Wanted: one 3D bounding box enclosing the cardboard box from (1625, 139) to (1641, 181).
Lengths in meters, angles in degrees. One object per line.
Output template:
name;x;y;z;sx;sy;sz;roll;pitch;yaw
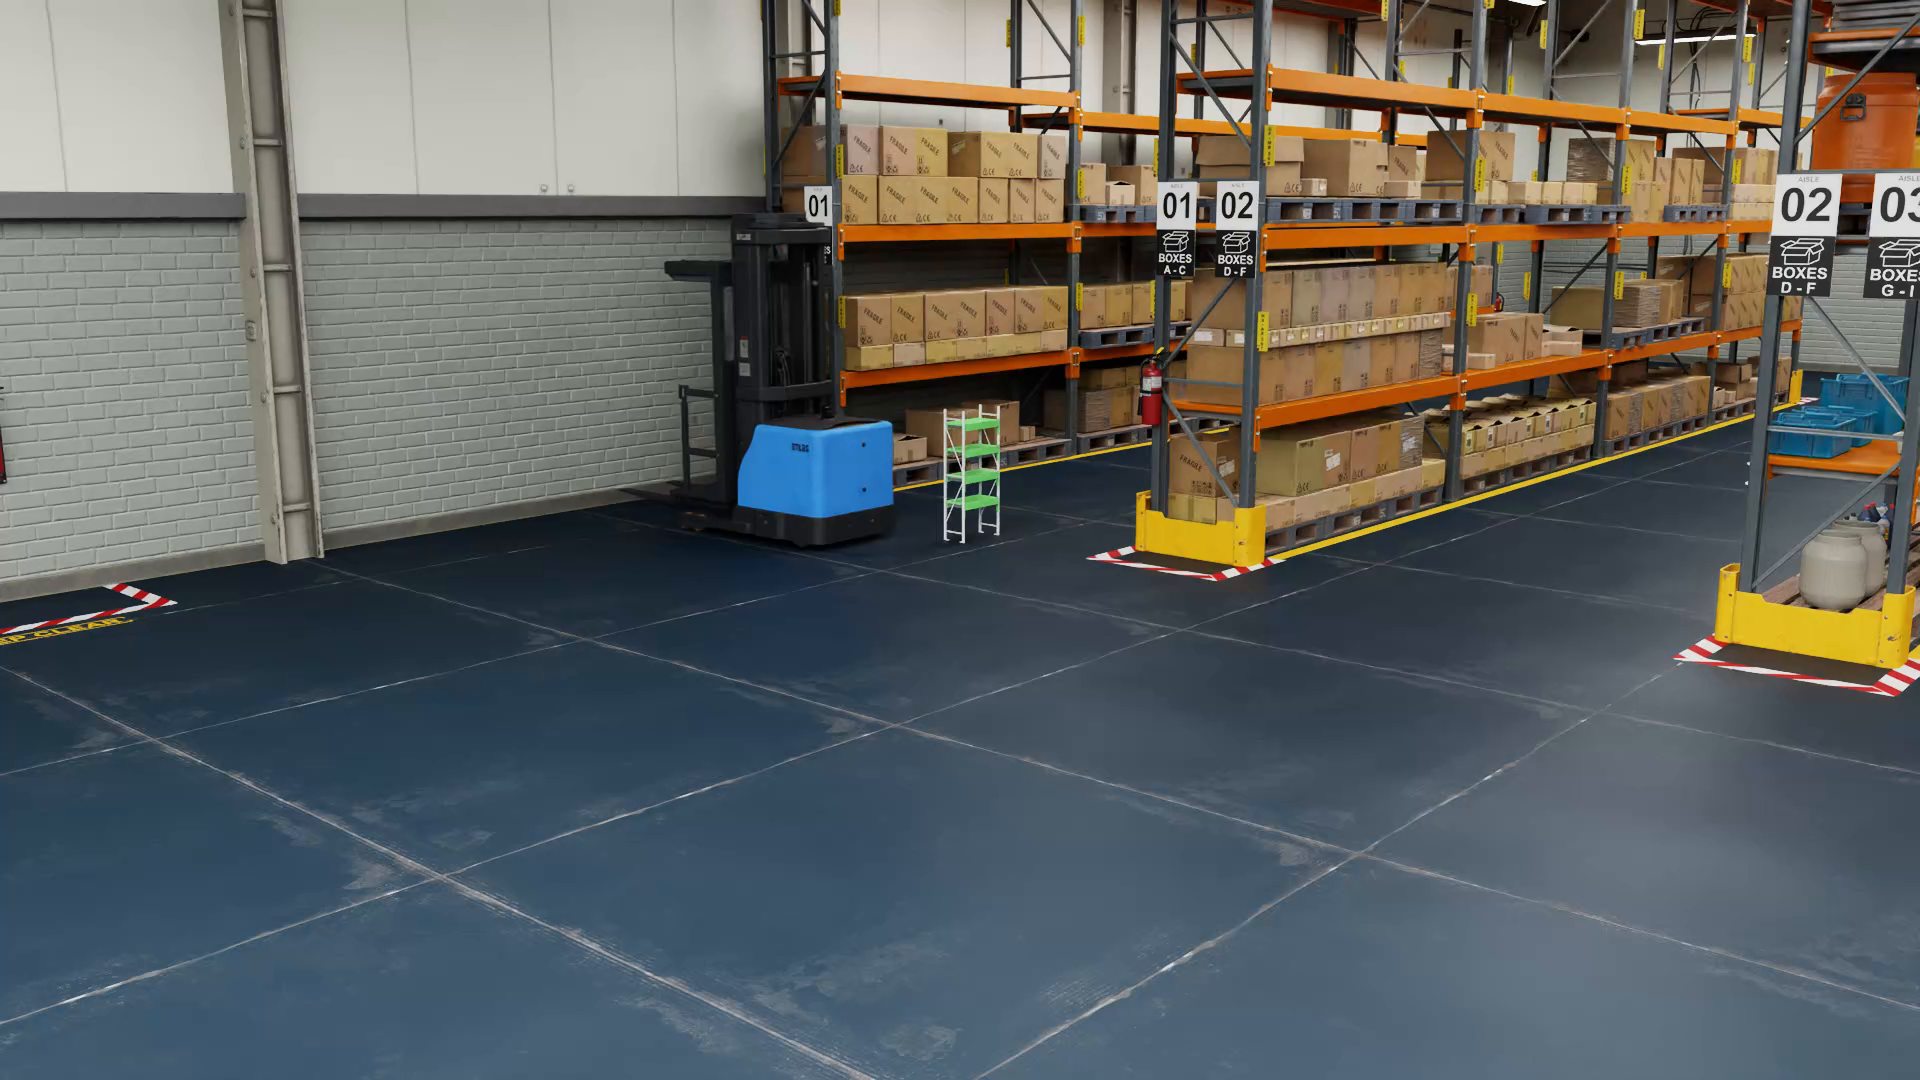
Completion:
cardboard box;8.012;-4.667;20.452;0.500;0.500;0.500;10;15;40

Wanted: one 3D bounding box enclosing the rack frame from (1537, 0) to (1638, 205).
rack frame;7.383;-5.460;19.573;1.000;3.000;0.127;10;15;40

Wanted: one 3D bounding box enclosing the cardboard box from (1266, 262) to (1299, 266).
cardboard box;4.507;-3.843;23.814;0.500;0.250;0.500;9;15;40

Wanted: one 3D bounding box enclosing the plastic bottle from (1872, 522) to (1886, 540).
plastic bottle;7.339;0.002;13.373;0.152;0.276;0.135;10;15;40

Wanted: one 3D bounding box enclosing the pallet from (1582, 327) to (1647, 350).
pallet;7.778;-2.533;20.724;1.213;0.211;1.003;10;15;40

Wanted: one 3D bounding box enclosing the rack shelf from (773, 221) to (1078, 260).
rack shelf;-0.301;-3.393;18.721;1.077;0.370;4.000;10;15;40

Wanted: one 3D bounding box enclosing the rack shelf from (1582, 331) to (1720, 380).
rack shelf;8.703;-2.460;21.704;1.077;0.370;4.000;10;15;40

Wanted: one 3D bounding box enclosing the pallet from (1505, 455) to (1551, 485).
pallet;6.005;-0.856;18.958;1.003;0.211;1.213;10;15;40

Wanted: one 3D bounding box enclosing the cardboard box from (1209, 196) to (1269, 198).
cardboard box;3.930;-4.971;23.405;0.700;0.500;0.500;8;14;36

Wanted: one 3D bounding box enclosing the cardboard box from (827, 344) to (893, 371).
cardboard box;-1.061;-1.948;17.638;0.500;0.250;0.500;9;15;39

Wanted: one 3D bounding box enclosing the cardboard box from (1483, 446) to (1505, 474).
cardboard box;5.533;-0.890;17.954;0.500;0.250;0.500;10;15;42

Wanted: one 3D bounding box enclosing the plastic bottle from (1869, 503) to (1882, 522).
plastic bottle;7.616;-0.140;13.895;0.144;0.351;0.185;10;15;42

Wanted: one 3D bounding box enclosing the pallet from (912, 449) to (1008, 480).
pallet;-0.203;-0.918;19.270;1.003;0.211;1.213;10;15;40

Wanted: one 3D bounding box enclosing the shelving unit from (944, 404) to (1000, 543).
shelving unit;0.109;-0.613;15.216;0.258;1.200;0.503;10;15;40

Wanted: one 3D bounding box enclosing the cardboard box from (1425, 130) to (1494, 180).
cardboard box;5.179;-3.986;17.249;0.500;0.500;0.500;10;15;41

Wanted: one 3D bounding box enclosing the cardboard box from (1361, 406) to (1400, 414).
cardboard box;4.201;-1.127;17.230;0.500;0.500;0.500;10;15;40

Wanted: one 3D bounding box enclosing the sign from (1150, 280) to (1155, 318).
sign;1.704;-2.097;14.492;0.100;0.325;0.005;10;15;40

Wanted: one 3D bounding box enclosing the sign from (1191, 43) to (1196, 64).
sign;3.240;-6.707;23.026;0.100;0.325;0.005;10;15;40

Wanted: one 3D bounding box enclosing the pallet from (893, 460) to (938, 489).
pallet;-1.008;-0.740;18.376;1.003;0.211;1.213;10;15;40

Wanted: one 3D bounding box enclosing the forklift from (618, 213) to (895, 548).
forklift;-2.048;-1.582;15.651;3.031;2.935;1.130;9;15;39

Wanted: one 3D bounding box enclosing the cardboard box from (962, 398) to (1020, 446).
cardboard box;0.364;-1.402;19.829;0.500;0.500;0.500;8;14;36

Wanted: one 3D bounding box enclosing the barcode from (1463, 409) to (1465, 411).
barcode;5.224;-1.374;17.240;0.001;0.075;0.075;10;15;40

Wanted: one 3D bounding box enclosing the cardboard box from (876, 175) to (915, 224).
cardboard box;-0.832;-3.602;17.623;0.500;0.500;0.500;-11;16;-44

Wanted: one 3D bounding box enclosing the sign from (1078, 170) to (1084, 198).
sign;1.432;-4.225;19.728;0.100;0.325;0.005;10;15;40

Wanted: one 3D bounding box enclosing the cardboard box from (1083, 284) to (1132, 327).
cardboard box;1.755;-2.986;21.125;0.500;0.500;0.700;-10;15;-42

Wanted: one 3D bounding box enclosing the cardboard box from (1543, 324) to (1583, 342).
cardboard box;7.110;-2.427;19.929;0.500;0.311;0.500;11;16;44

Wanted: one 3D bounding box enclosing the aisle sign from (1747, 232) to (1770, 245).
aisle sign;12.488;-5.018;26.039;0.394;0.787;0.004;10;15;40

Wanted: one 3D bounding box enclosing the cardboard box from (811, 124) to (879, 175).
cardboard box;-1.185;-4.026;17.194;0.500;0.500;0.500;8;14;36

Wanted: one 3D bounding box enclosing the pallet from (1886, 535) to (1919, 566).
pallet;7.986;0.172;13.810;1.003;0.211;1.213;10;15;40

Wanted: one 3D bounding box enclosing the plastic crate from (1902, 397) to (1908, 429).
plastic crate;7.353;-1.021;13.208;0.450;0.188;0.662;10;15;40

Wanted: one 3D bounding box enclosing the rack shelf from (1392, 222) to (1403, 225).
rack shelf;7.620;-5.159;27.561;1.077;0.370;4.000;10;15;40

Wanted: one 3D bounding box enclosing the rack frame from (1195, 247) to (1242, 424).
rack frame;3.659;-3.158;23.364;1.000;3.000;0.127;10;15;40

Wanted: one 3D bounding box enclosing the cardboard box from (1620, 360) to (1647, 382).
cardboard box;8.861;-2.278;22.300;0.500;0.250;0.500;10;15;40

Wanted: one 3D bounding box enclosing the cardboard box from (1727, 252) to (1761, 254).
cardboard box;12.173;-4.203;25.789;0.500;0.500;0.500;10;15;42

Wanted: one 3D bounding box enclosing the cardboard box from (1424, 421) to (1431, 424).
cardboard box;4.795;-1.159;17.871;0.500;0.311;0.500;10;15;40

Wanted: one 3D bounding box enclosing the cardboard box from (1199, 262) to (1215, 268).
cardboard box;3.764;-3.831;23.752;0.500;0.250;0.500;10;15;42

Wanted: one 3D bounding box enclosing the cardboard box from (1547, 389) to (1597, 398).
cardboard box;7.824;-1.676;21.203;0.500;0.500;0.500;11;15;43

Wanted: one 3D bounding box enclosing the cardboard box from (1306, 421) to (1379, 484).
cardboard box;3.615;-0.837;15.776;0.500;0.500;0.500;10;15;40

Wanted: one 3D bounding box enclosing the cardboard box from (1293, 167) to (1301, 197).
cardboard box;3.031;-3.328;15.356;0.500;0.311;0.500;-10;15;-41

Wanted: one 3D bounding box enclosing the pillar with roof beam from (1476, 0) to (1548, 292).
pillar with roof beam;13.307;-7.229;28.432;9.100;9.000;0.548;10;15;40

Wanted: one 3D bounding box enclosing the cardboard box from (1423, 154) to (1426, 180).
cardboard box;7.316;-5.912;26.633;0.500;0.500;0.500;9;15;39

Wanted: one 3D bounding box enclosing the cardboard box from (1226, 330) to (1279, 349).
cardboard box;2.523;-1.738;14.344;0.380;0.149;0.250;10;15;40

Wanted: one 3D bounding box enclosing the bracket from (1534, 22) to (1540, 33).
bracket;10.613;-9.566;30.942;0.235;0.232;0.430;10;15;40

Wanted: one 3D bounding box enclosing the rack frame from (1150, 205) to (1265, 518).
rack frame;2.102;-1.341;14.267;1.000;3.000;0.127;10;15;40

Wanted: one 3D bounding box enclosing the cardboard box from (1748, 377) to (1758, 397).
cardboard box;11.840;-2.315;25.039;0.500;0.250;0.500;10;15;40

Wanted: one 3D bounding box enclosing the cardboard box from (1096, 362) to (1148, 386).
cardboard box;2.121;-2.180;21.811;0.500;0.250;0.500;9;15;39

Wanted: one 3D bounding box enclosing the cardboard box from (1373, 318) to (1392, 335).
cardboard box;3.885;-2.042;15.867;0.380;0.149;0.250;10;15;42

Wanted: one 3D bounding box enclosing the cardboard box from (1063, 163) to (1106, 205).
cardboard box;1.440;-4.366;20.424;0.500;0.500;0.500;-9;15;-39

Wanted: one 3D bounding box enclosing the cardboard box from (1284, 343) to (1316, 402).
cardboard box;2.763;-1.535;14.983;0.700;0.500;0.500;10;15;42

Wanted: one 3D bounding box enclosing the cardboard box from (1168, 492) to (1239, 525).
cardboard box;2.234;-0.316;15.082;0.500;0.250;0.500;10;15;40

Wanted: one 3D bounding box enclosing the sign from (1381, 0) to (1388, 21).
sign;4.327;-5.437;16.869;0.100;0.325;0.005;10;15;40

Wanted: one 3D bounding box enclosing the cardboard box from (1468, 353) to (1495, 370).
cardboard box;5.481;-1.910;17.759;0.380;0.149;0.250;10;15;40

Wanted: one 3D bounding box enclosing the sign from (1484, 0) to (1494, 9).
sign;5.143;-5.332;16.142;0.100;0.325;0.005;10;15;40

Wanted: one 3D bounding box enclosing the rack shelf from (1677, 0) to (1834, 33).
rack shelf;11.344;-7.620;23.737;1.077;0.370;4.000;10;15;40

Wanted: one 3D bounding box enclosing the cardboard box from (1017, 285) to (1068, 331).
cardboard box;0.939;-2.764;19.809;0.500;0.500;0.500;10;15;40

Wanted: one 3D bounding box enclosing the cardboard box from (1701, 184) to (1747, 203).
cardboard box;10.531;-4.789;22.976;0.500;0.250;0.500;10;15;40
